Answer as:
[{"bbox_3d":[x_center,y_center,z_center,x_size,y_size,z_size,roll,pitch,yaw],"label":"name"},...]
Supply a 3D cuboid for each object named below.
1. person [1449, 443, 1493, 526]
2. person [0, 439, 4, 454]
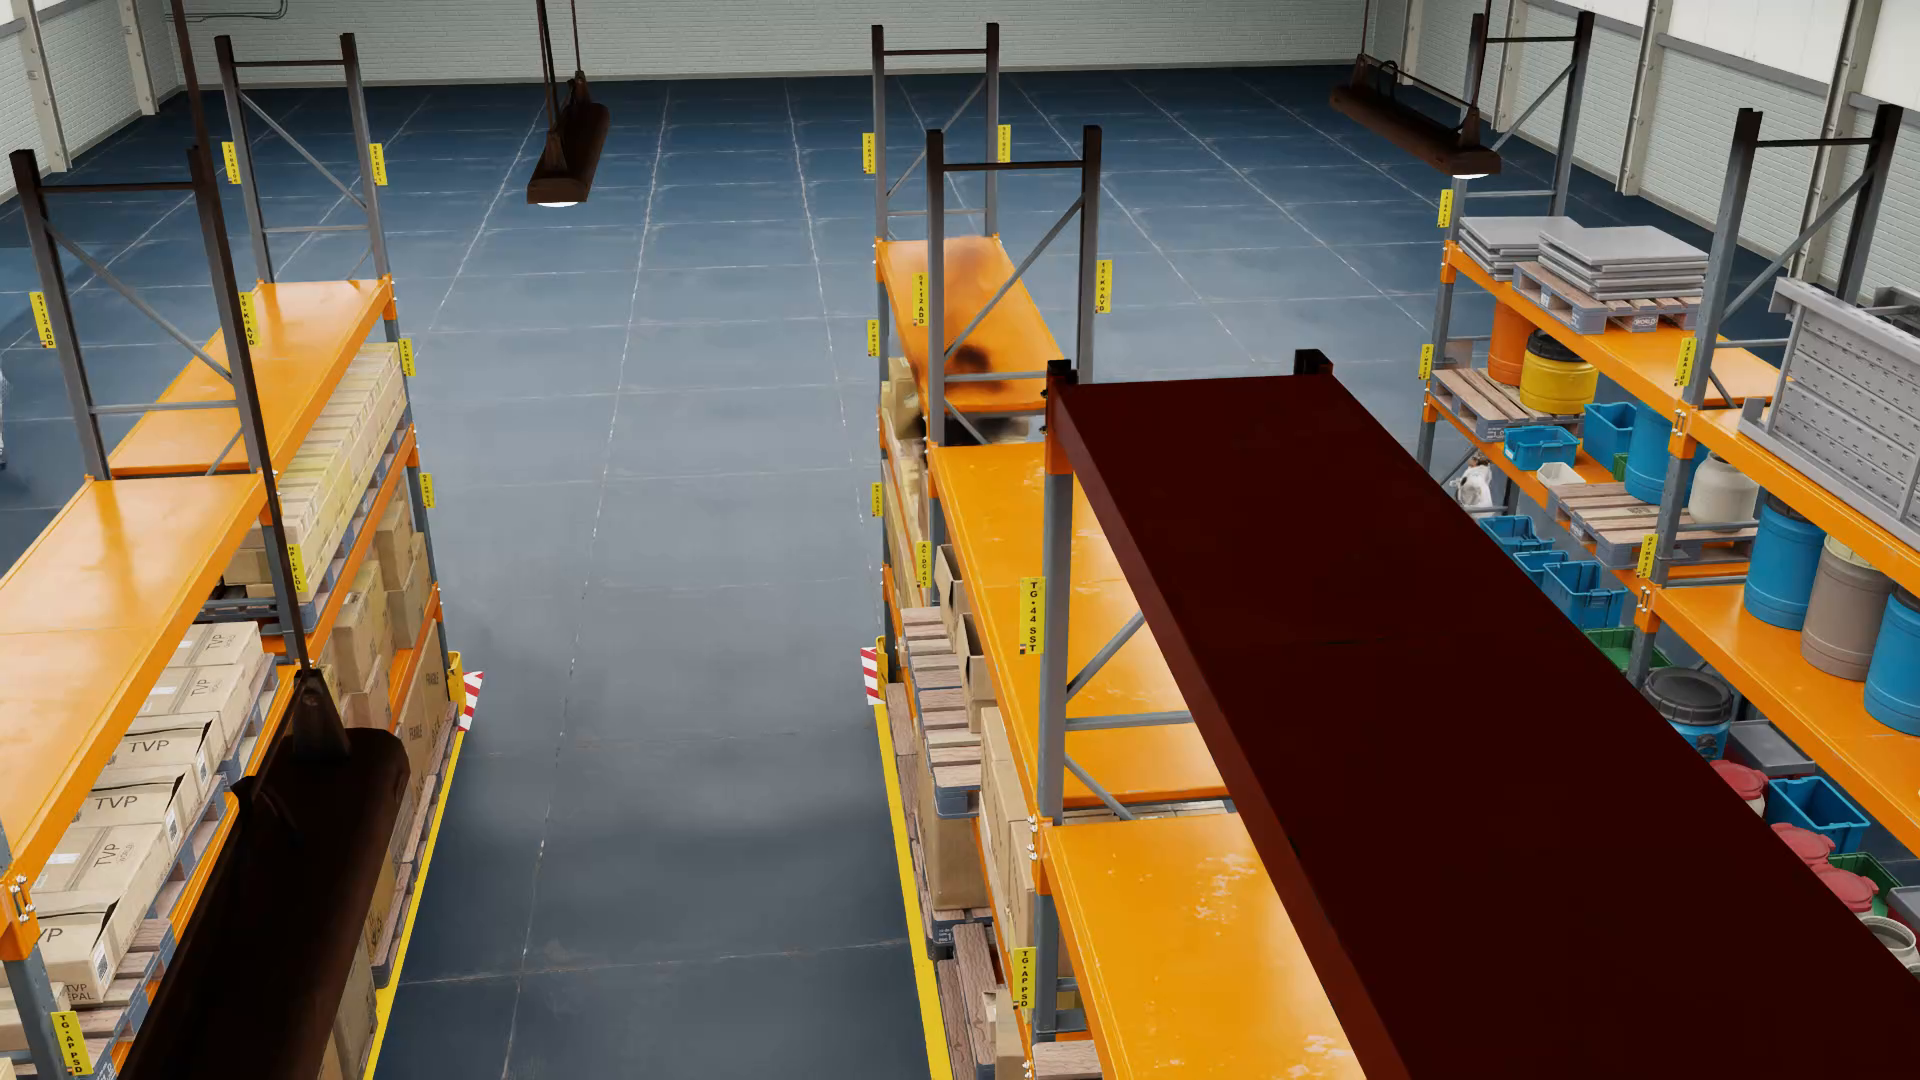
[{"bbox_3d":[5.284,-0.233,17.056,0.860,1.683,0.626,18,31,33],"label":"person"},{"bbox_3d":[-12.157,-1.857,20.396,0.623,1.675,0.992,-19,32,-35],"label":"person"}]
